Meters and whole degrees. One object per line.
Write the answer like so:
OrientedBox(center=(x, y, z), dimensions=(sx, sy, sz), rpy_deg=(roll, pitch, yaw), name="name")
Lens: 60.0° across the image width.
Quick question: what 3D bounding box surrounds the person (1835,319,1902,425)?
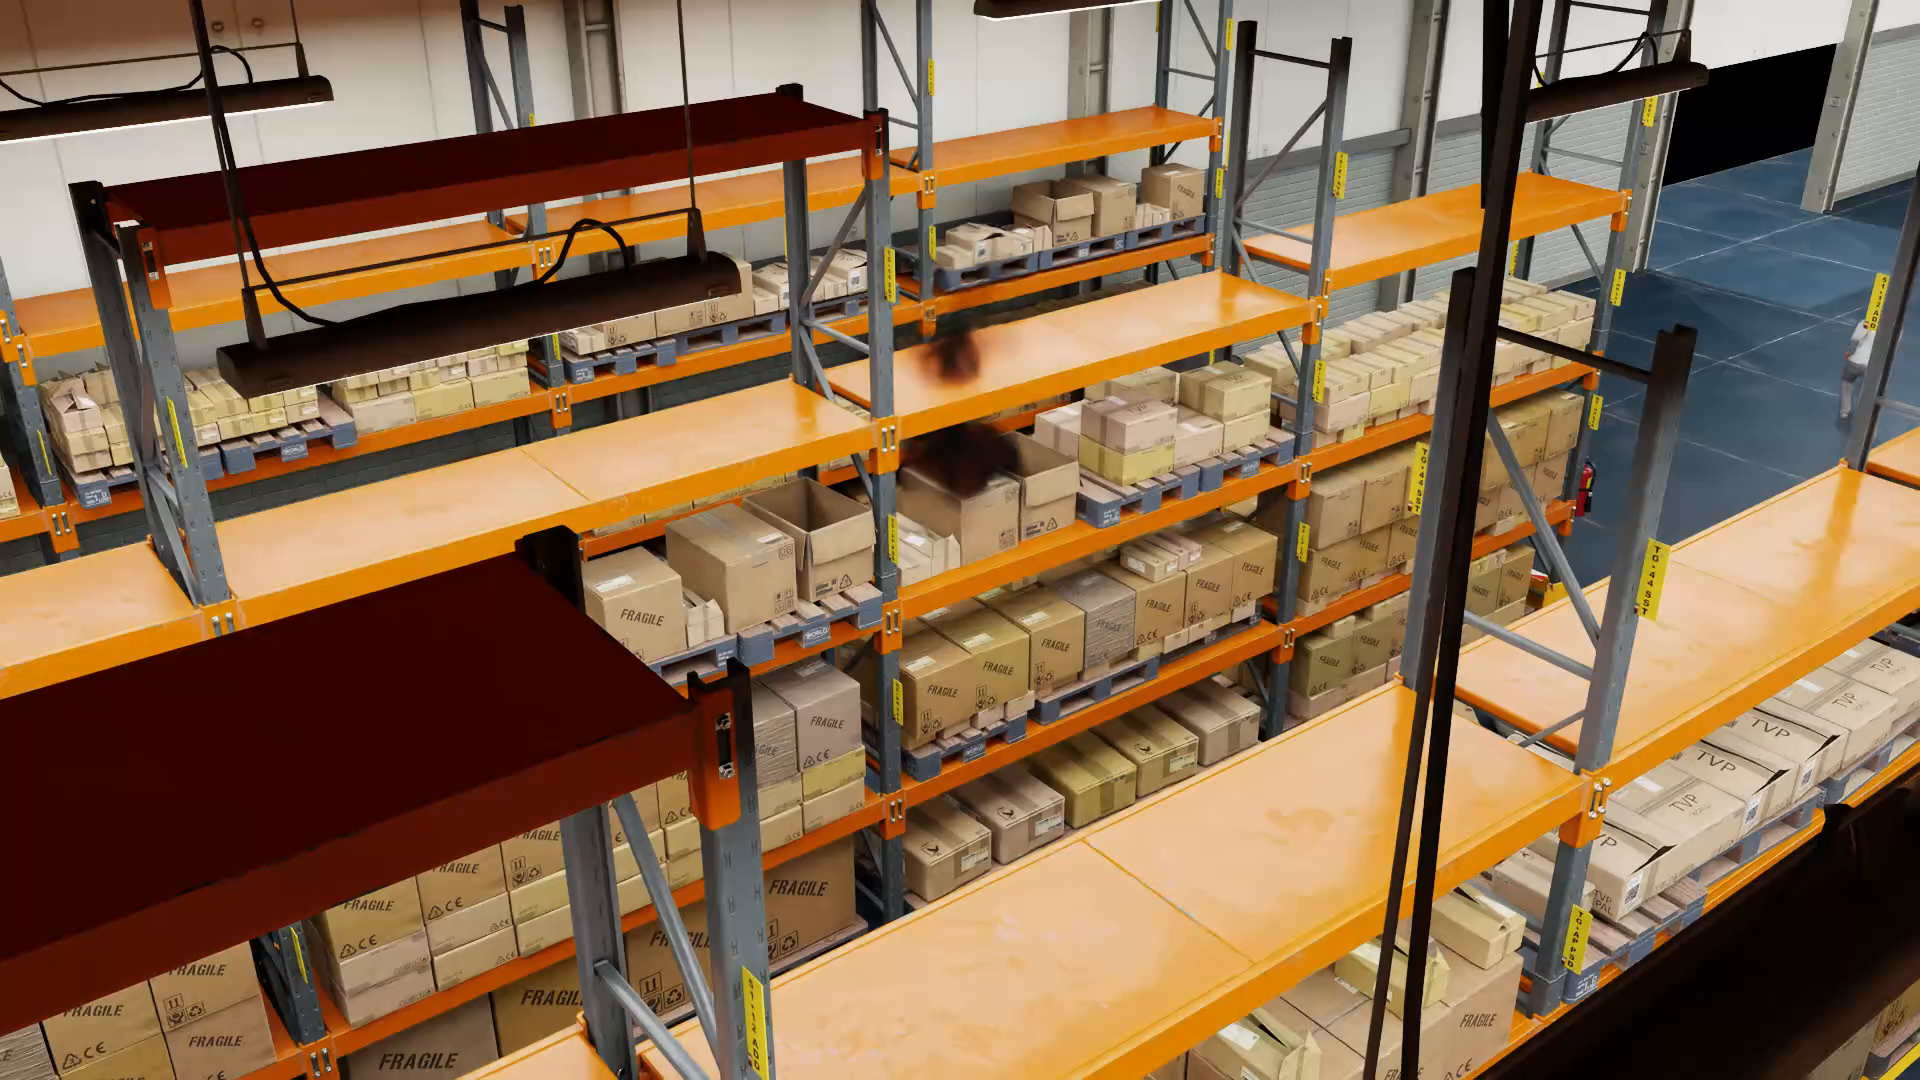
OrientedBox(center=(11.224, -2.193, 20.593), dimensions=(0.625, 1.806, 0.721), rpy_deg=(6, 27, 12), name="person")
